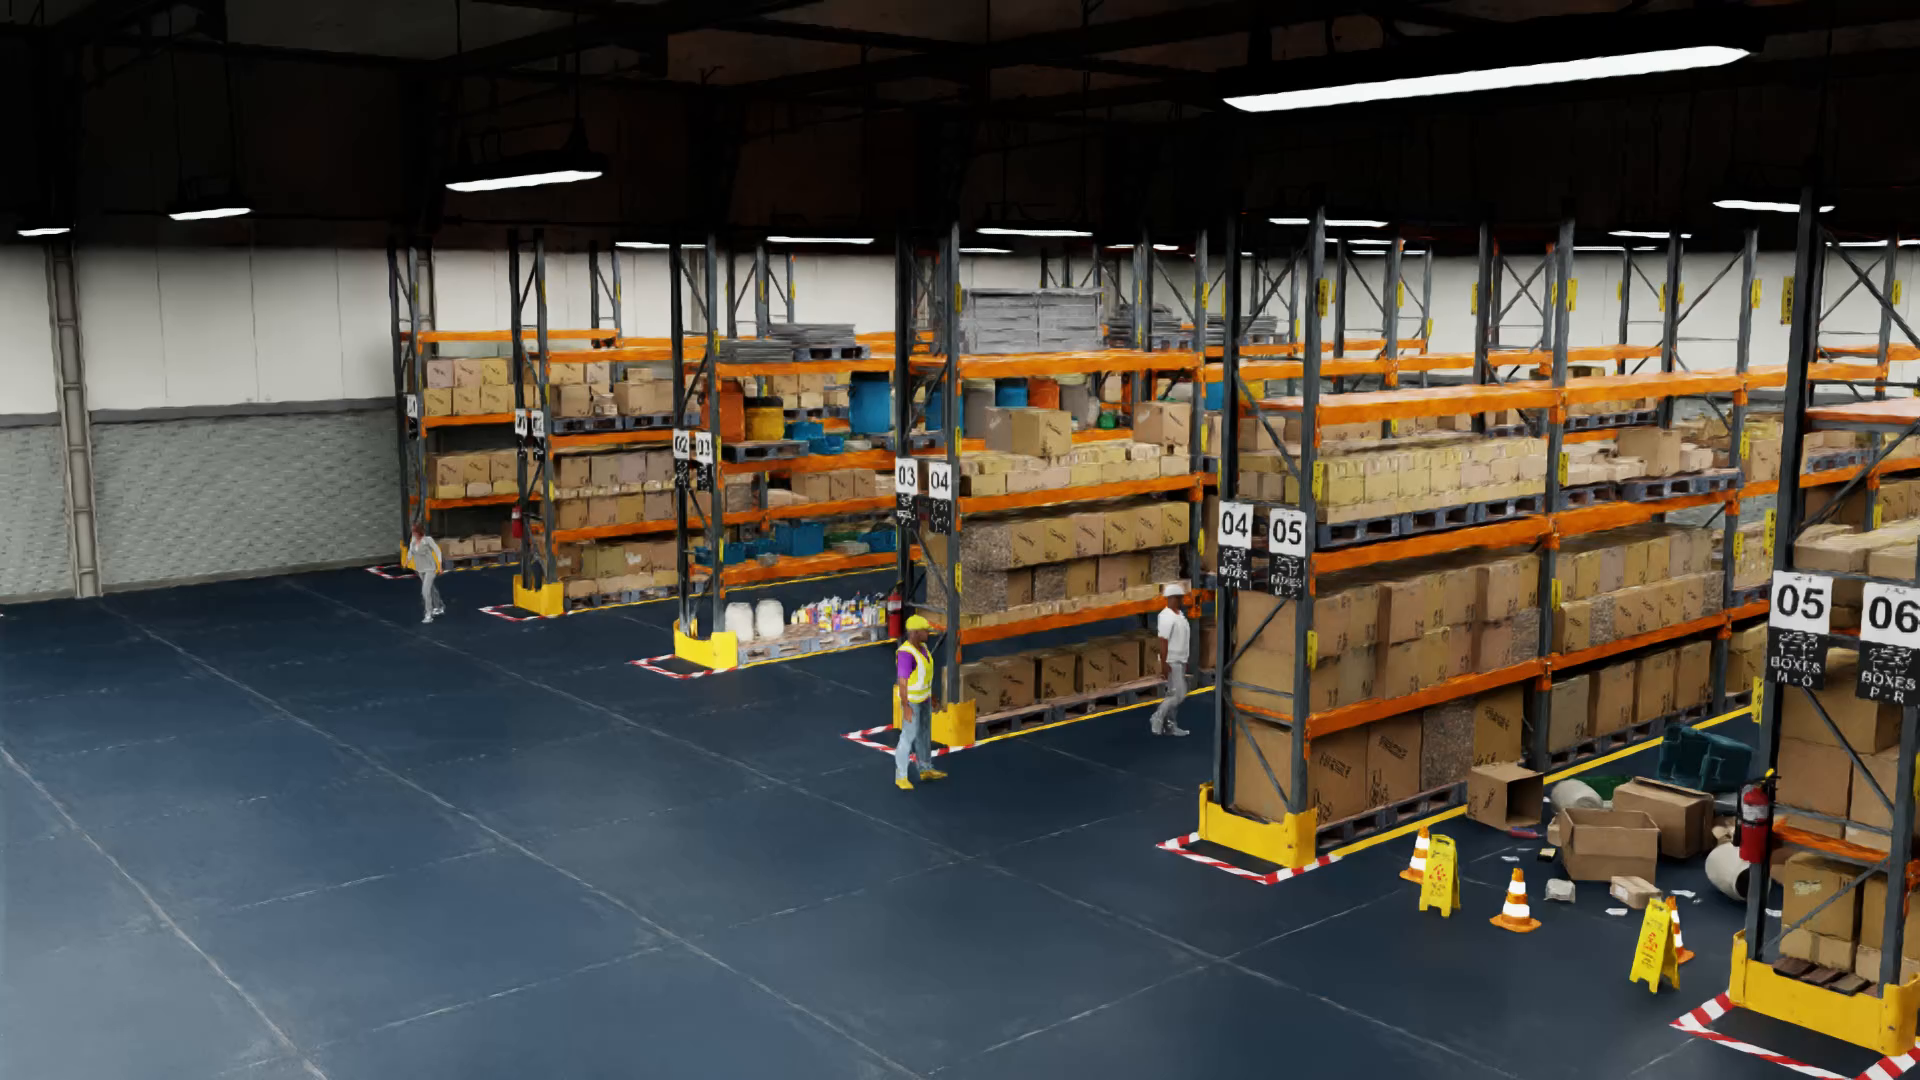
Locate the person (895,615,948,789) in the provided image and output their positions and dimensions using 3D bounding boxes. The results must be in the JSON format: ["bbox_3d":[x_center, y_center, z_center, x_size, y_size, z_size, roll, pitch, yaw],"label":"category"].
[{"bbox_3d":[-0.409,1.649,17.176,0.464,1.772,0.645,4,10,23],"label":"person"}]

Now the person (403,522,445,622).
[{"bbox_3d":[-8.220,0.463,25.684,0.562,1.528,0.778,5,10,31],"label":"person"}]

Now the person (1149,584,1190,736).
[{"bbox_3d":[2.426,1.380,19.045,0.456,1.763,0.610,4,9,22],"label":"person"}]
